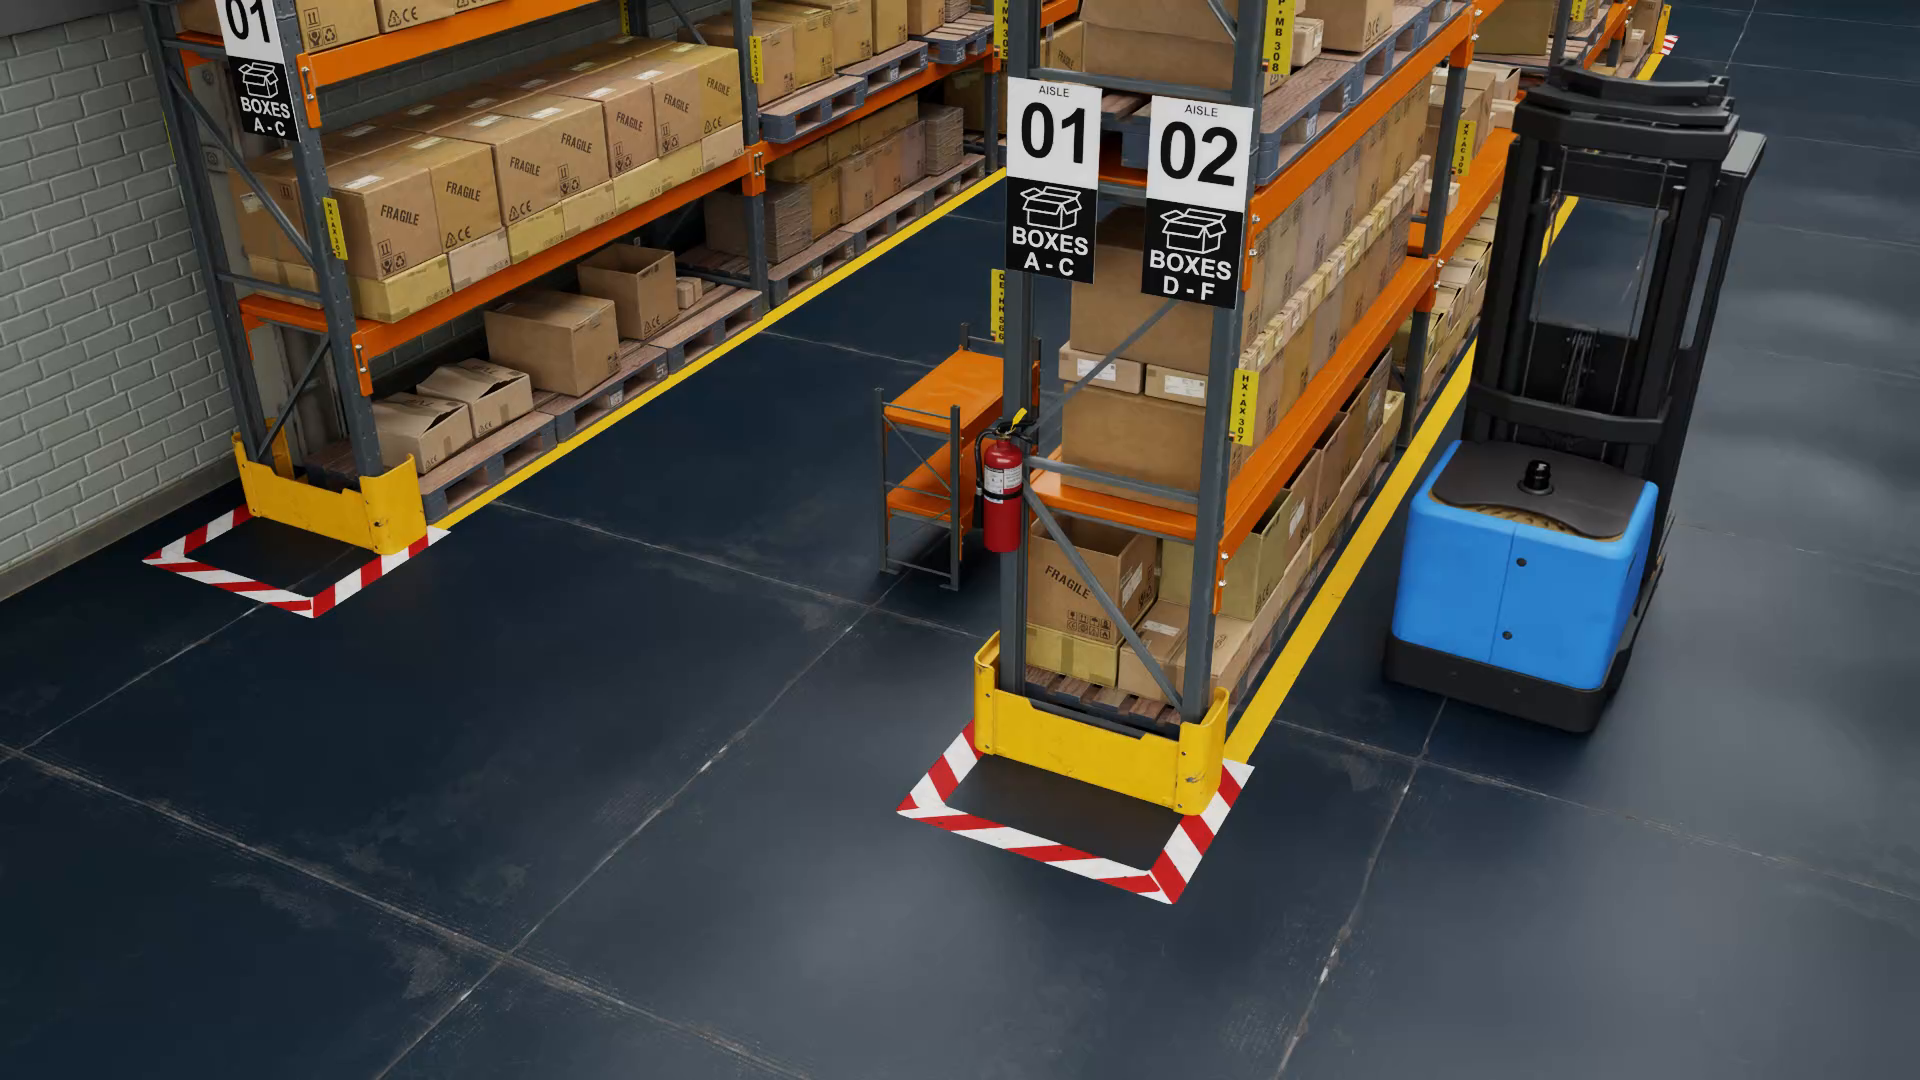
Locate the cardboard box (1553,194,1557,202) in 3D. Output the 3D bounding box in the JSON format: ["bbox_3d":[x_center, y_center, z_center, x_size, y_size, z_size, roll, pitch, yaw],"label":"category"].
[{"bbox_3d":[4.995,-3.278,14.514,0.500,0.500,0.500,13,32,22],"label":"cardboard box"}]

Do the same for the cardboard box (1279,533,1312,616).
[{"bbox_3d":[1.550,0.125,8.860,0.500,0.250,0.500,14,33,23],"label":"cardboard box"}]

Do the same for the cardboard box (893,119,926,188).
[{"bbox_3d":[-0.732,-3.497,14.895,0.700,0.500,0.500,14,33,23],"label":"cardboard box"}]

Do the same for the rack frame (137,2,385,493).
[{"bbox_3d":[-3.757,-1.376,9.135,1.000,3.000,0.127,14,33,23],"label":"rack frame"}]

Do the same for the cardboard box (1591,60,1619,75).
[{"bbox_3d":[6.890,-5.059,17.951,0.380,0.166,0.250,14,33,23],"label":"cardboard box"}]

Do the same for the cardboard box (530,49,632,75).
[{"bbox_3d":[-2.573,-3.029,11.390,0.500,0.500,0.500,14,33,23],"label":"cardboard box"}]

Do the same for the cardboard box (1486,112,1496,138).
[{"bbox_3d":[3.769,-3.114,12.412,0.380,0.149,0.250,17,34,27],"label":"cardboard box"}]

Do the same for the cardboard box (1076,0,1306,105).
[{"bbox_3d":[0.920,-2.096,6.710,0.797,0.503,0.637,17,34,27],"label":"cardboard box"}]

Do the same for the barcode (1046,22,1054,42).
[{"bbox_3d":[0.363,-2.050,6.713,0.001,0.075,0.075,14,33,23],"label":"barcode"}]

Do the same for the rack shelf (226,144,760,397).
[{"bbox_3d":[-2.845,-1.951,10.858,1.077,0.370,4.000,14,33,23],"label":"rack shelf"}]

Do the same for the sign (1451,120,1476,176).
[{"bbox_3d":[2.972,-2.312,9.815,0.100,0.325,0.005,14,33,23],"label":"sign"}]

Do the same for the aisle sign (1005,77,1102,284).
[{"bbox_3d":[0.364,-1.419,6.598,0.394,0.787,0.004,14,33,23],"label":"aisle sign"}]

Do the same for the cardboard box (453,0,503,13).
[{"bbox_3d":[-2.872,-3.282,9.320,0.500,0.500,0.500,16,33,26],"label":"cardboard box"}]

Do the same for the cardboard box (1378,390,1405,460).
[{"bbox_3d":[2.460,-0.762,10.404,0.500,0.250,0.500,14,33,23],"label":"cardboard box"}]

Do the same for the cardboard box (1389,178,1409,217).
[{"bbox_3d":[2.312,-1.957,9.394,0.380,0.149,0.250,13,32,22],"label":"cardboard box"}]

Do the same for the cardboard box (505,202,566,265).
[{"bbox_3d":[-2.790,-1.922,10.216,0.500,0.250,0.500,14,33,23],"label":"cardboard box"}]

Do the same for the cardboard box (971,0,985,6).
[{"bbox_3d":[0.337,-5.261,15.480,0.500,0.500,0.500,15,33,25],"label":"cardboard box"}]

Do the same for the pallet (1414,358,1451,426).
[{"bbox_3d":[2.778,-1.154,11.547,1.003,0.211,1.213,14,33,23],"label":"pallet"}]

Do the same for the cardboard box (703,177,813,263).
[{"bbox_3d":[-1.614,-2.586,13.310,0.700,0.500,0.500,15,33,25],"label":"cardboard box"}]

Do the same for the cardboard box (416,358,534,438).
[{"bbox_3d":[-3.102,-0.940,10.633,0.500,0.311,0.500,17,34,27],"label":"cardboard box"}]

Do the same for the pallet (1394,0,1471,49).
[{"bbox_3d":[2.112,-2.906,8.875,1.003,0.211,1.213,14,33,23],"label":"pallet"}]

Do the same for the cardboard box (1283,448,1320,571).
[{"bbox_3d":[1.540,-0.203,8.678,0.500,0.500,0.500,14,33,23],"label":"cardboard box"}]

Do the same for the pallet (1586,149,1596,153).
[{"bbox_3d":[5.785,-3.995,16.496,1.003,0.211,1.213,14,33,23],"label":"pallet"}]

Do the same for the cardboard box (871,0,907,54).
[{"bbox_3d":[-0.865,-4.389,13.839,0.700,0.500,0.500,14,33,23],"label":"cardboard box"}]

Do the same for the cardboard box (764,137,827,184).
[{"bbox_3d":[-1.416,-3.108,13.465,0.500,0.250,0.500,14,33,22],"label":"cardboard box"}]

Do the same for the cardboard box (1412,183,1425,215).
[{"bbox_3d":[2.663,-2.191,10.703,0.500,0.250,0.500,17,34,26],"label":"cardboard box"}]

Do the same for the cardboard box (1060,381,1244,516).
[{"bbox_3d":[0.879,-0.502,7.511,0.700,0.500,0.500,14,33,23],"label":"cardboard box"}]

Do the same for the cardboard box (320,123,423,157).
[{"bbox_3d":[-3.493,-2.123,9.813,0.500,0.500,0.500,15,33,24],"label":"cardboard box"}]

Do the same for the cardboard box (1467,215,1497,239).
[{"bbox_3d":[3.817,-2.291,12.503,0.500,0.311,0.500,14,33,23],"label":"cardboard box"}]

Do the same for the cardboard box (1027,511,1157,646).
[{"bbox_3d":[0.634,0.126,8.105,0.500,0.500,0.500,14,33,23],"label":"cardboard box"}]

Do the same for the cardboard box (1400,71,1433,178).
[{"bbox_3d":[2.281,-2.435,9.575,0.700,0.500,0.500,14,33,24],"label":"cardboard box"}]

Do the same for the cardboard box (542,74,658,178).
[{"bbox_3d":[-2.336,-2.695,10.809,0.500,0.500,0.500,13,32,22],"label":"cardboard box"}]

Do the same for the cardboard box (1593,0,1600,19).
[{"bbox_3d":[5.372,-5.002,14.927,0.700,0.500,0.500,6,30,11],"label":"cardboard box"}]

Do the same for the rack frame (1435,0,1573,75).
[{"bbox_3d":[4.299,-3.801,13.356,1.000,3.000,0.127,14,33,23],"label":"rack frame"}]

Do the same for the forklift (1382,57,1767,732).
[{"bbox_3d":[3.306,-1.050,8.635,1.130,2.935,3.031,16,33,25],"label":"forklift"}]

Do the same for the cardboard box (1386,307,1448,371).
[{"bbox_3d":[2.887,-1.387,10.930,0.500,0.311,0.500,14,33,23],"label":"cardboard box"}]

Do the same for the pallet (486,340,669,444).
[{"bbox_3d":[-2.763,-1.092,11.439,1.003,0.211,1.213,14,33,23],"label":"pallet"}]

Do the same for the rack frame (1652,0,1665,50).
[{"bbox_3d":[7.944,-7.347,19.532,1.000,3.000,0.127,14,33,23],"label":"rack frame"}]

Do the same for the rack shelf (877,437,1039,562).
[{"bbox_3d":[0.003,-0.279,9.597,0.538,0.278,1.000,14,33,23],"label":"rack shelf"}]

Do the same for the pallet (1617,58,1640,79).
[{"bbox_3d":[6.990,-5.212,18.614,1.003,0.211,1.213,14,33,23],"label":"pallet"}]

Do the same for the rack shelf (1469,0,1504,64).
[{"bbox_3d":[3.388,-3.903,11.245,1.077,0.370,4.000,14,33,23],"label":"rack shelf"}]

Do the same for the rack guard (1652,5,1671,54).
[{"bbox_3d":[7.909,-6.230,20.096,1.175,0.500,0.348,14,33,23],"label":"rack guard"}]

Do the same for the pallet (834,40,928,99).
[{"bbox_3d":[-0.978,-3.953,13.814,1.003,0.211,1.213,14,33,23],"label":"pallet"}]

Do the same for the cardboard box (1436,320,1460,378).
[{"bbox_3d":[3.115,-1.366,11.456,0.500,0.250,0.500,15,33,24],"label":"cardboard box"}]

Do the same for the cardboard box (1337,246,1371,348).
[{"bbox_3d":[1.814,-1.416,9.103,0.700,0.500,0.500,15,33,24],"label":"cardboard box"}]

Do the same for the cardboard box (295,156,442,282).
[{"bbox_3d":[-3.272,-1.789,9.230,0.500,0.500,0.500,14,33,23],"label":"cardboard box"}]

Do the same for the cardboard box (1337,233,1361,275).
[{"bbox_3d":[1.846,-1.502,8.602,0.380,0.149,0.250,15,33,25],"label":"cardboard box"}]

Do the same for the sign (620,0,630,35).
[{"bbox_3d":[-2.430,-3.776,12.151,0.100,0.325,0.005,14,33,23],"label":"sign"}]

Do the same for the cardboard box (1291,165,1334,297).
[{"bbox_3d":[1.367,-1.546,8.026,0.700,0.500,0.500,14,33,23],"label":"cardboard box"}]

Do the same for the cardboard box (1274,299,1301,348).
[{"bbox_3d":[1.375,-1.043,7.803,0.380,0.149,0.250,14,33,23],"label":"cardboard box"}]

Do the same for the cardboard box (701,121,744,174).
[{"bbox_3d":[-1.880,-2.814,11.769,0.500,0.250,0.500,14,33,23],"label":"cardboard box"}]

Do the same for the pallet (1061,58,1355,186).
[{"bbox_3d":[1.000,-1.824,6.991,1.003,0.211,1.213,14,33,23],"label":"pallet"}]

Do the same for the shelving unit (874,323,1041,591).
[{"bbox_3d":[0.003,-0.491,9.475,0.538,1.125,1.048,14,33,23],"label":"shelving unit"}]
